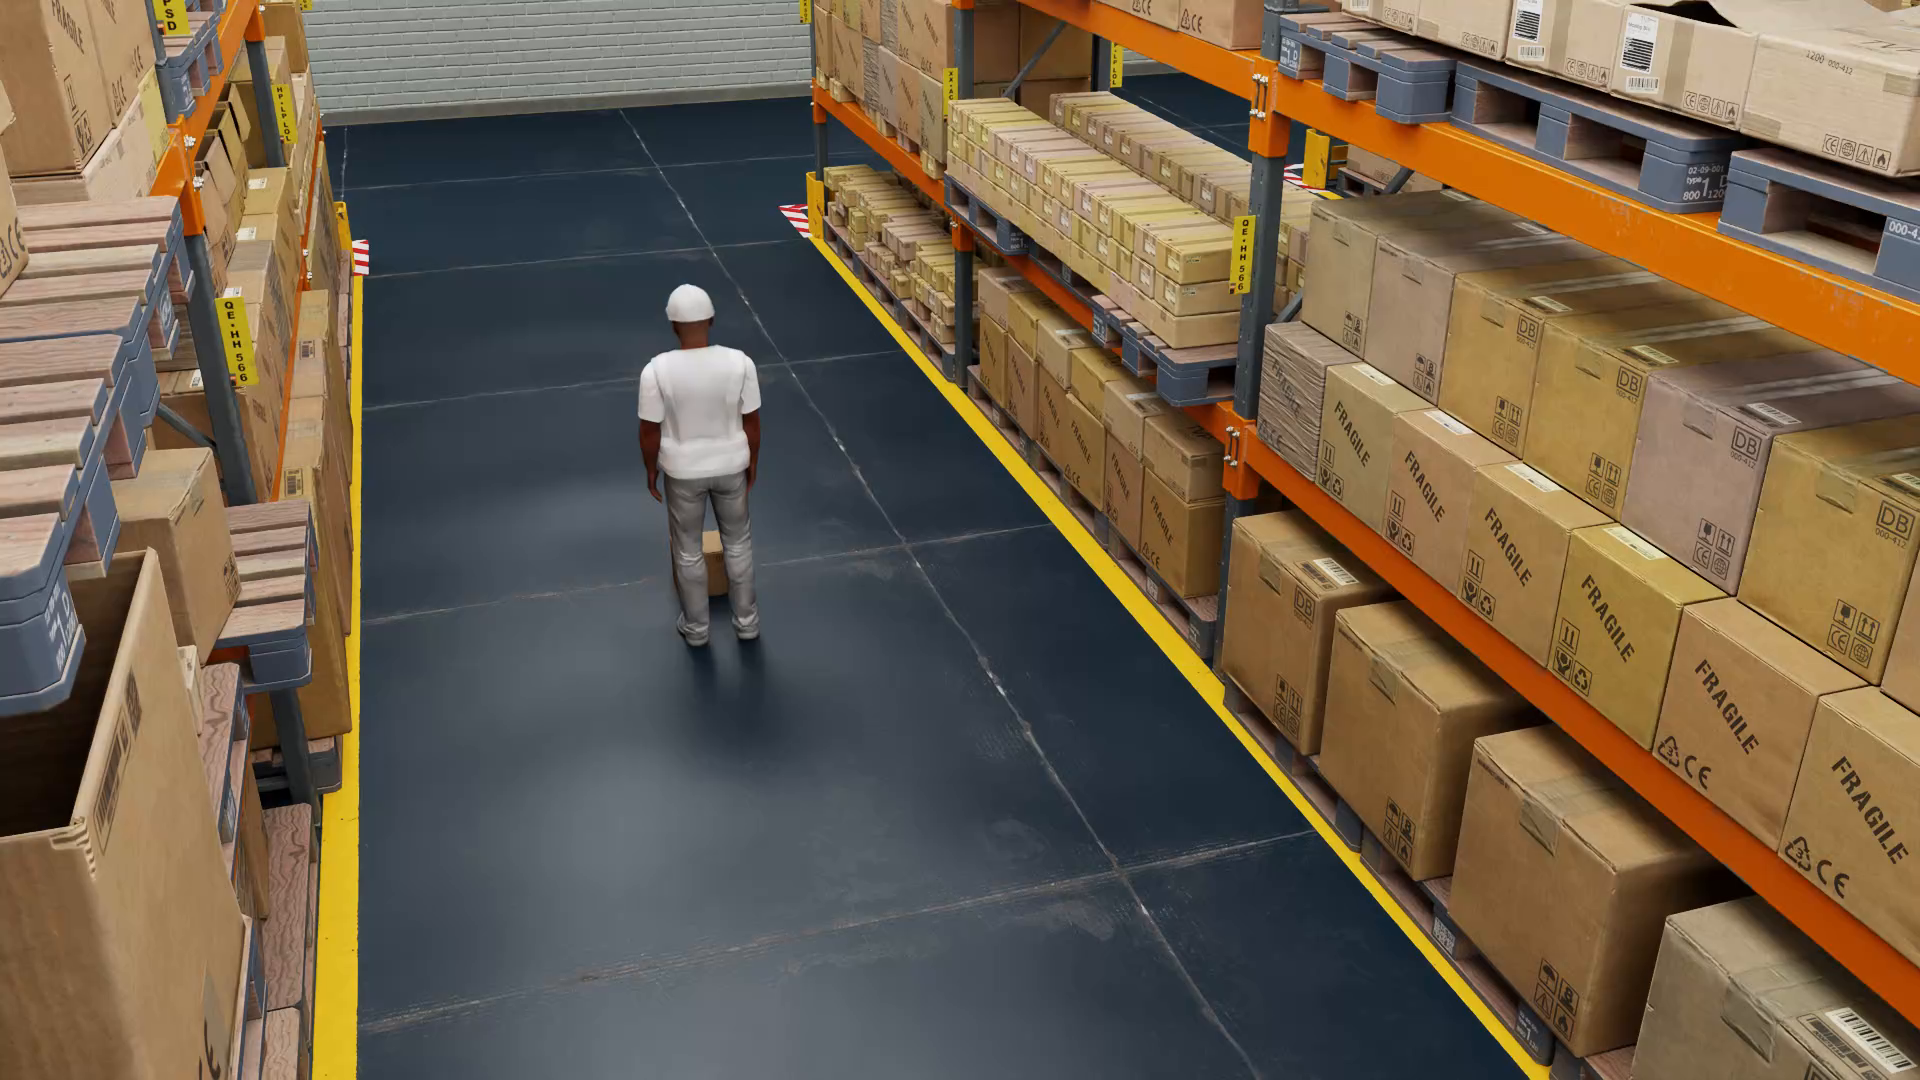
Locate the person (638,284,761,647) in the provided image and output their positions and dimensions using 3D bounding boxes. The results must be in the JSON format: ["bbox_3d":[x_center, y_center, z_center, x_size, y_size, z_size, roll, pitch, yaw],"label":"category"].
[{"bbox_3d":[-1.204,-0.338,7.783,0.564,1.768,0.355,-8,27,-15],"label":"person"}]
